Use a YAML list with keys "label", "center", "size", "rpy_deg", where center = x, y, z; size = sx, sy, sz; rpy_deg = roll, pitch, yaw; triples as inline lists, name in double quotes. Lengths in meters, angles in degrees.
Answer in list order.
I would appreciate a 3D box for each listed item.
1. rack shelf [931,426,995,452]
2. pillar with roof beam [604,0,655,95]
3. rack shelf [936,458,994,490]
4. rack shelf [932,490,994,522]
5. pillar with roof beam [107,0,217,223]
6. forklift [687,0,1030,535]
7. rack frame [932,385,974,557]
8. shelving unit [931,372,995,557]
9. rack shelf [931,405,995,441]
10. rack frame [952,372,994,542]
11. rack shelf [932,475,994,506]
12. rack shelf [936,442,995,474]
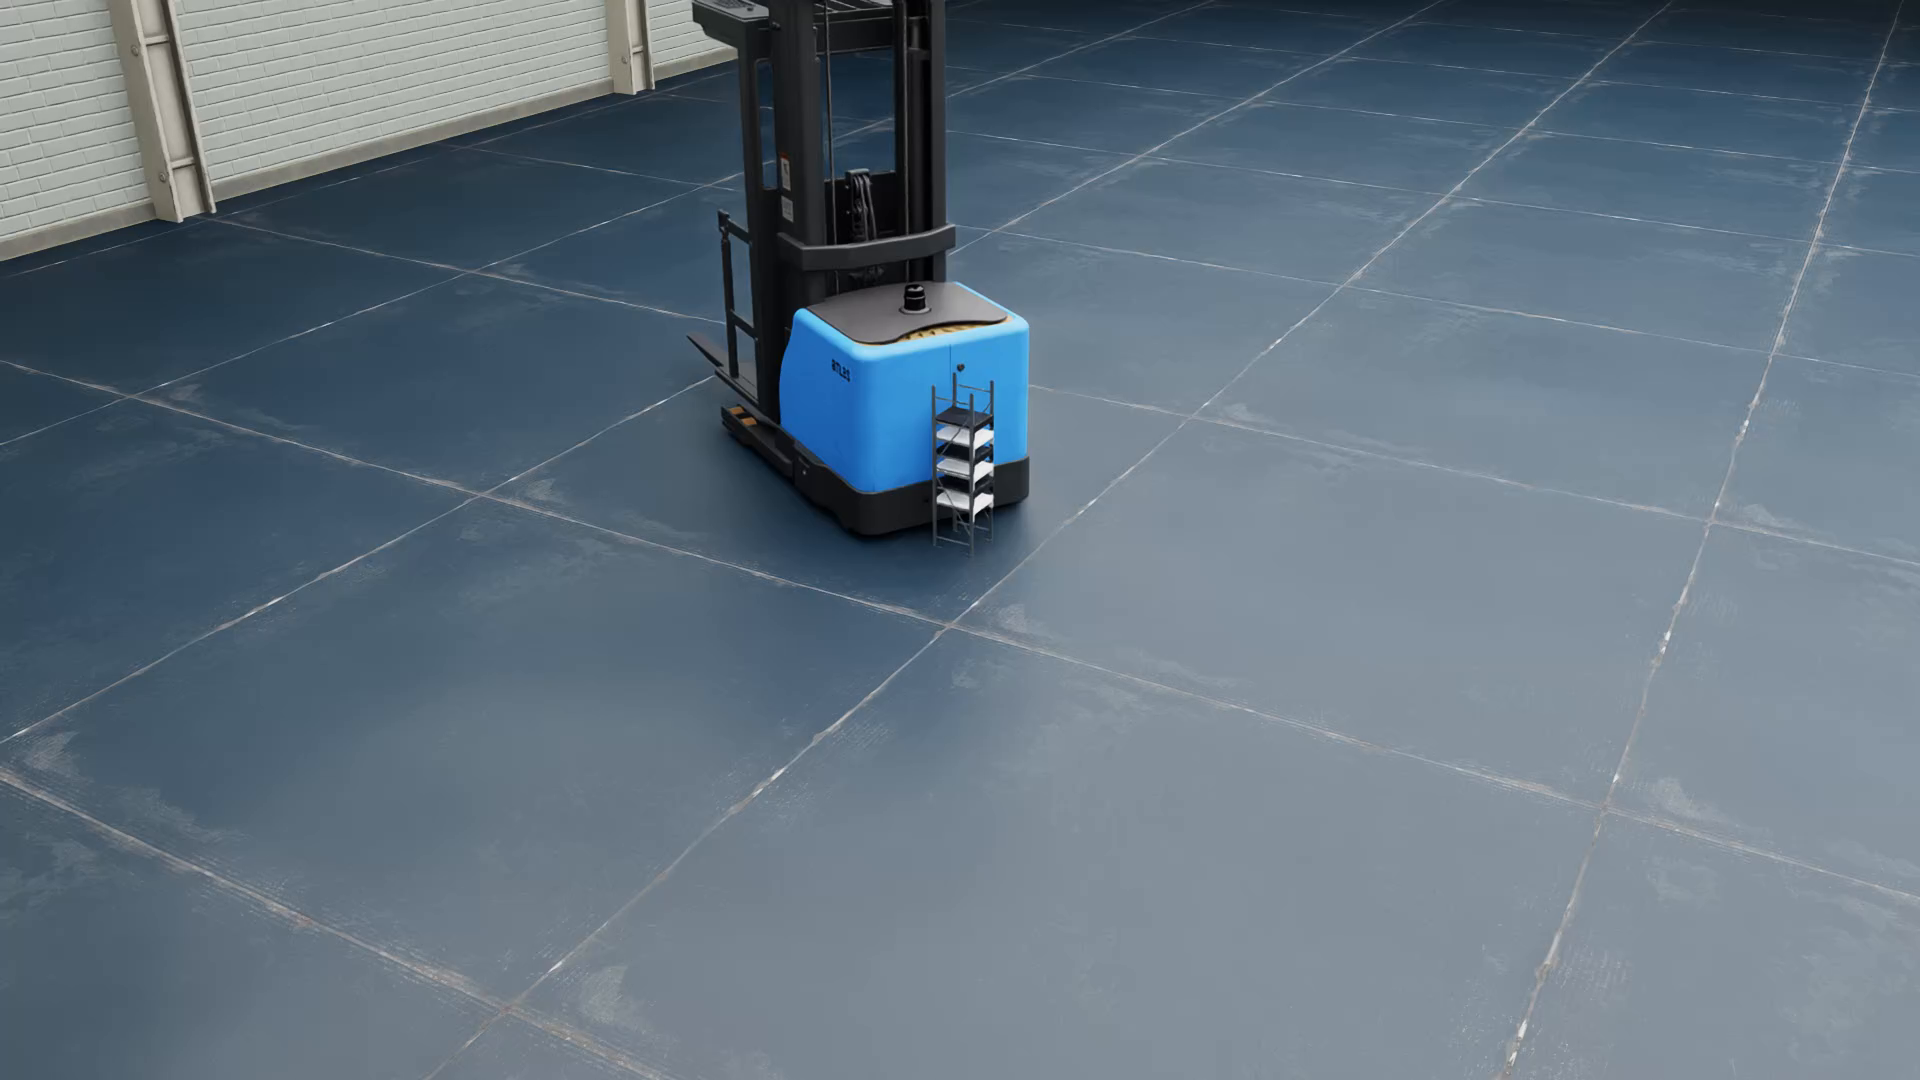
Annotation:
- label: "rack shelf"
  center: [0.015, -0.513, 8.442]
  size: [0.258, 0.077, 0.200]
  rpy_deg: [15, 30, 27]
- label: "pillar with roof beam"
  center: [0.014, -8.223, 15.124]
  size: [9.100, 9.000, 0.400]
  rpy_deg: [14, 30, 26]
- label: "rack shelf"
  center: [0.015, -0.352, 8.522]
  size: [0.258, 0.077, 0.200]
  rpy_deg: [15, 30, 27]
- label: "rack shelf"
  center: [0.015, -0.191, 8.603]
  size: [0.258, 0.077, 0.200]
  rpy_deg: [15, 30, 27]
- label: "pillar with roof beam"
  center: [-2.937, -5.885, 10.452]
  size: [9.100, 9.000, 0.400]
  rpy_deg: [14, 30, 26]
- label: "forklift"
  center: [-0.779, -1.960, 9.392]
  size: [1.130, 2.935, 3.031]
  rpy_deg: [-14, 30, -26]
- label: "rack frame"
  center: [-0.036, -0.342, 8.429]
  size: [0.240, 0.900, 0.006]
  rpy_deg: [15, 30, 27]
- label: "shelving unit"
  center: [0.015, -0.382, 8.507]
  size: [0.258, 0.900, 0.210]
  rpy_deg: [15, 30, 27]
- label: "rack shelf"
  center: [0.015, -0.593, 8.401]
  size: [0.258, 0.077, 0.200]
  rpy_deg: [15, 30, 27]
- label: "rack frame"
  center: [0.066, -0.421, 8.586]
  size: [0.240, 0.900, 0.006]
  rpy_deg: [15, 30, 27]
- label: "rack shelf"
  center: [0.015, -0.271, 8.562]
  size: [0.258, 0.077, 0.200]
  rpy_deg: [15, 30, 27]
- label: "rack shelf"
  center: [0.015, -0.432, 8.482]
  size: [0.258, 0.077, 0.200]
  rpy_deg: [15, 30, 27]
